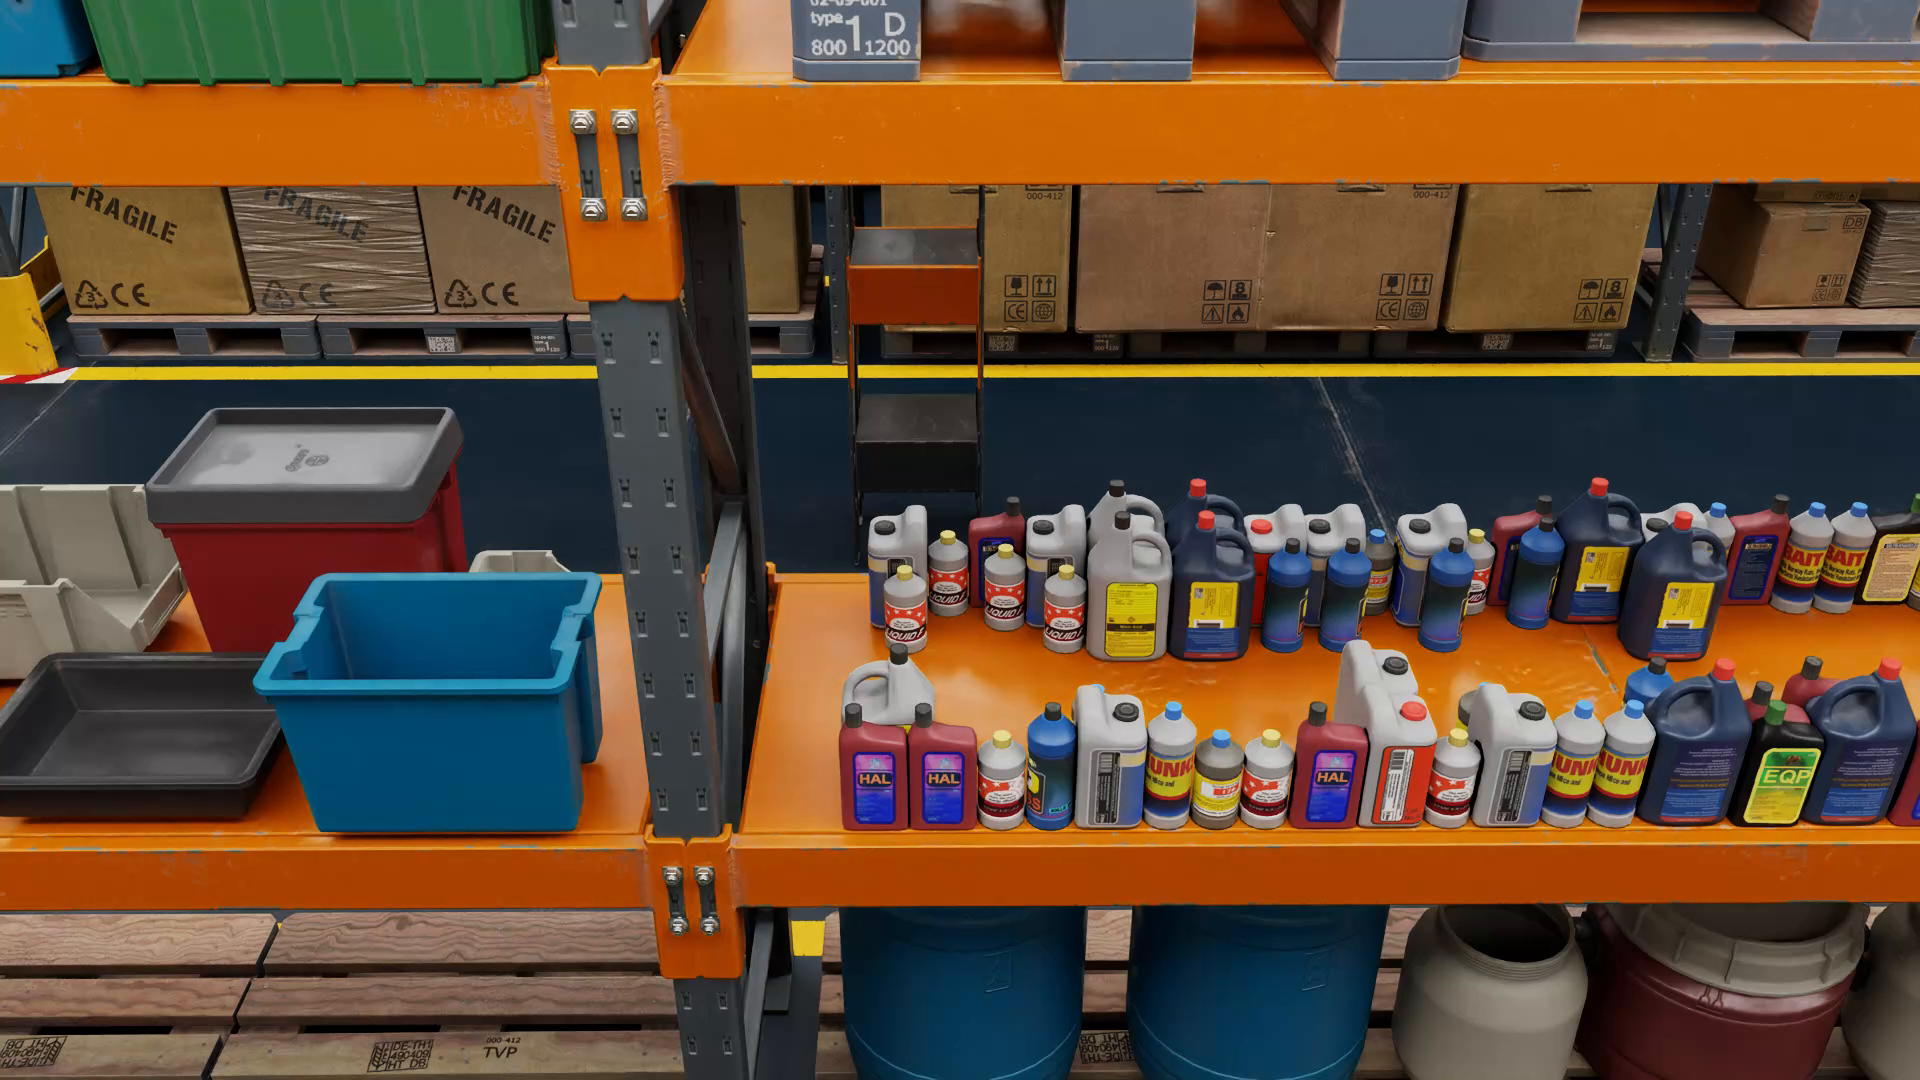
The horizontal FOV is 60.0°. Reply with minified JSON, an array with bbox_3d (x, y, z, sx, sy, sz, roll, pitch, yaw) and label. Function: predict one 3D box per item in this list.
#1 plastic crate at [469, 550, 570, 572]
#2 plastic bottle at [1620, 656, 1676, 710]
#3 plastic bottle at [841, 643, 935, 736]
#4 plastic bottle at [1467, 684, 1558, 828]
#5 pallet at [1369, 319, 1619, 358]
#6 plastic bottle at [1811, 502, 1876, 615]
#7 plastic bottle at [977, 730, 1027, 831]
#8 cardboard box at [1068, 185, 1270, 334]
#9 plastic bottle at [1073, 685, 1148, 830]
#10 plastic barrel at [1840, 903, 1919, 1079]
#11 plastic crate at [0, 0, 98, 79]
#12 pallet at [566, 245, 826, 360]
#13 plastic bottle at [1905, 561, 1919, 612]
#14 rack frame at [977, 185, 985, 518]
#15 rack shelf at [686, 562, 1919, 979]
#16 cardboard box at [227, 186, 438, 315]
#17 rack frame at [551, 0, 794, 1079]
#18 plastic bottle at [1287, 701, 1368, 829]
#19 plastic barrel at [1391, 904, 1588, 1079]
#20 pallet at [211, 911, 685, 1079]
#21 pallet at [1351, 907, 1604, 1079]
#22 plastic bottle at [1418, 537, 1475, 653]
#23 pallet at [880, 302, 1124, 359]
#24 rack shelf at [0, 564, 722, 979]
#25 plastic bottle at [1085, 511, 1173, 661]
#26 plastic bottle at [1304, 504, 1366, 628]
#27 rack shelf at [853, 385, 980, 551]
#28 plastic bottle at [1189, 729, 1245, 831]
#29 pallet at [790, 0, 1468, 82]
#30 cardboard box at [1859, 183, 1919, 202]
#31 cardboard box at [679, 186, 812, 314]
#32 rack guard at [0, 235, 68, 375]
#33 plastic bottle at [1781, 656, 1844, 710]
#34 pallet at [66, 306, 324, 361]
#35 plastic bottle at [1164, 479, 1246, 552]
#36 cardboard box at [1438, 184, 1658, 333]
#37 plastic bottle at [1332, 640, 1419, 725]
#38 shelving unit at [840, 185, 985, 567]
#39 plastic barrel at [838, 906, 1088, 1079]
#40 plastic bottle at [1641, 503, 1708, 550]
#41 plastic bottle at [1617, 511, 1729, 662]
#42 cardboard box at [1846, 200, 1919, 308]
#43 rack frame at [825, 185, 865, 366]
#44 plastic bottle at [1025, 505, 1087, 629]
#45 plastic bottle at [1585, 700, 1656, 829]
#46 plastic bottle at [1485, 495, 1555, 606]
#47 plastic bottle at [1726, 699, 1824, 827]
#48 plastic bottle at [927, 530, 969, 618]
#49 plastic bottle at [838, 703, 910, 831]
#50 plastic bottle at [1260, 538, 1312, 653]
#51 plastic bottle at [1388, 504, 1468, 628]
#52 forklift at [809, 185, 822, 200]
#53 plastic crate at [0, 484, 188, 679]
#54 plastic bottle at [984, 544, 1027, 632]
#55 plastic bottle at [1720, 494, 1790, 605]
[{"bbox_3d":[-1.003,0.186,3.749,0.243,0.136,0.396,0,31,0],"label":"plastic crate"},{"bbox_3d":[1.397,0.357,3.394,0.097,0.271,0.097,0,31,0],"label":"plastic bottle"},{"bbox_3d":[-0.142,0.359,3.314,0.185,0.351,0.144,0,31,0],"label":"plastic bottle"},{"bbox_3d":[1.087,0.417,3.291,0.135,0.276,0.152,0,31,0],"label":"plastic bottle"},{"bbox_3d":[2.645,-1.255,8.615,1.213,0.211,1.003,0,31,0],"label":"pallet"},{"bbox_3d":[2.086,0.036,3.923,0.097,0.271,0.097,0,31,0],"label":"plastic bottle"},{"bbox_3d":[0.082,0.466,3.282,0.097,0.201,0.097,0,31,0],"label":"plastic bottle"},{"bbox_3d":[0.967,-1.685,8.279,0.875,0.875,1.225,-1,31,-2],"label":"cardboard box"},{"bbox_3d":[0.295,0.419,3.287,0.135,0.276,0.152,0,31,0],"label":"plastic bottle"},{"bbox_3d":[2.410,1.101,4.037,0.421,0.512,0.421,0,31,0],"label":"plastic barrel"},{"bbox_3d":[-1.445,-0.871,2.564,0.300,0.233,0.416,0,31,0],"label":"plastic crate"},{"bbox_3d":[-1.327,-1.244,8.597,1.213,0.211,1.003,0,31,0],"label":"pallet"},{"bbox_3d":[2.317,0.065,3.942,0.097,0.201,0.097,0,31,0],"label":"plastic bottle"},{"bbox_3d":[0.078,-0.898,6.206,0.015,2.100,0.400,0,31,0],"label":"rack frame"},{"bbox_3d":[1.464,0.472,3.773,4.000,0.370,1.077,0,31,0],"label":"rack shelf"},{"bbox_3d":[-3.017,-1.703,8.309,0.875,0.875,0.875,0,31,0],"label":"cardboard box"},{"bbox_3d":[-0.536,0.171,3.576,0.127,3.000,1.000,0,31,0],"label":"rack frame"},{"bbox_3d":[0.721,0.438,3.248,0.133,0.283,0.061,0,31,0],"label":"plastic bottle"},{"bbox_3d":[1.281,1.105,4.031,0.421,0.512,0.421,0,31,0],"label":"plastic barrel"},{"bbox_3d":[-1.271,1.386,4.263,1.213,0.211,1.003,0,31,0],"label":"pallet"},{"bbox_3d":[1.459,1.377,4.277,1.213,0.211,1.003,0,31,0],"label":"pallet"},{"bbox_3d":[1.111,0.118,3.788,0.097,0.271,0.097,0,31,0],"label":"plastic bottle"},{"bbox_3d":[0.205,-1.247,8.602,1.213,0.211,1.003,0,31,0],"label":"pallet"},{"bbox_3d":[-2.536,0.485,3.753,4.000,0.370,1.077,0,31,0],"label":"rack shelf"},{"bbox_3d":[0.382,0.094,3.750,0.185,0.351,0.144,0,31,0],"label":"plastic bottle"},{"bbox_3d":[0.860,0.052,3.892,0.135,0.276,0.152,0,31,0],"label":"plastic bottle"},{"bbox_3d":[-0.166,-0.287,6.575,0.480,0.518,0.431,0,31,0],"label":"rack shelf"},{"bbox_3d":[0.508,0.465,3.284,0.097,0.201,0.097,0,31,0],"label":"plastic bottle"},{"bbox_3d":[0.247,-1.084,2.935,1.003,0.211,1.213,0,31,0],"label":"pallet"},{"bbox_3d":[4.634,-1.875,8.212,0.500,0.250,0.500,3,31,5],"label":"cardboard box"},{"bbox_3d":[-1.227,-1.709,8.318,0.875,0.875,0.875,0,31,0],"label":"cardboard box"},{"bbox_3d":[-4.590,-1.317,8.438,0.348,0.500,1.175,0,31,0],"label":"rack guard"},{"bbox_3d":[1.733,0.360,3.377,0.133,0.283,0.061,0,31,0],"label":"plastic bottle"},{"bbox_3d":[-3.767,-1.236,8.584,1.213,0.211,1.003,0,31,0],"label":"pallet"},{"bbox_3d":[0.566,0.019,3.874,0.185,0.351,0.144,0,31,0],"label":"plastic bottle"},{"bbox_3d":[2.744,-1.690,8.288,0.875,0.875,1.225,-2,31,-3],"label":"cardboard box"},{"bbox_3d":[0.854,0.339,3.420,0.135,0.276,0.152,0,31,0],"label":"plastic bottle"},{"bbox_3d":[-0.166,-0.897,6.205,0.503,2.100,0.431,0,31,0],"label":"shelving unit"},{"bbox_3d":[0.008,0.896,4.000,0.708,0.901,0.600,0,31,0],"label":"plastic barrel"},{"bbox_3d":[1.642,0.050,3.896,0.135,0.276,0.152,0,31,0],"label":"plastic bottle"},{"bbox_3d":[1.618,0.095,3.750,0.185,0.351,0.144,0,31,0],"label":"plastic bottle"},{"bbox_3d":[4.658,-1.551,8.400,0.500,0.500,0.700,-3,31,-4],"label":"cardboard box"},{"bbox_3d":[-0.566,-2.398,7.811,0.127,3.000,1.000,0,31,0],"label":"rack frame"},{"bbox_3d":[0.221,0.054,3.889,0.135,0.276,0.152,0,31,0],"label":"plastic bottle"},{"bbox_3d":[1.300,0.432,3.270,0.097,0.271,0.097,0,31,0],"label":"plastic bottle"},{"bbox_3d":[1.323,0.024,3.931,0.133,0.283,0.061,0,31,0],"label":"plastic bottle"},{"bbox_3d":[1.601,0.436,3.253,0.133,0.283,0.061,0,31,0],"label":"plastic bottle"},{"bbox_3d":[-0.028,0.073,3.930,0.097,0.201,0.097,0,31,0],"label":"plastic bottle"},{"bbox_3d":[-0.167,0.441,3.244,0.133,0.283,0.061,0,31,0],"label":"plastic bottle"},{"bbox_3d":[0.745,0.119,3.786,0.097,0.271,0.097,0,31,0],"label":"plastic bottle"},{"bbox_3d":[1.092,0.051,3.893,0.135,0.276,0.152,0,31,0],"label":"plastic bottle"},{"bbox_3d":[-1.214,-3.605,9.866,3.031,2.935,1.130,-1,31,-1],"label":"forklift"},{"bbox_3d":[-2.064,0.105,3.741,0.530,0.282,0.437,0,31,0],"label":"plastic crate"},{"bbox_3d":[0.105,0.104,3.879,0.097,0.201,0.097,0,31,0],"label":"plastic bottle"},{"bbox_3d":[1.873,0.022,3.934,0.133,0.283,0.061,0,31,0],"label":"plastic bottle"}]
